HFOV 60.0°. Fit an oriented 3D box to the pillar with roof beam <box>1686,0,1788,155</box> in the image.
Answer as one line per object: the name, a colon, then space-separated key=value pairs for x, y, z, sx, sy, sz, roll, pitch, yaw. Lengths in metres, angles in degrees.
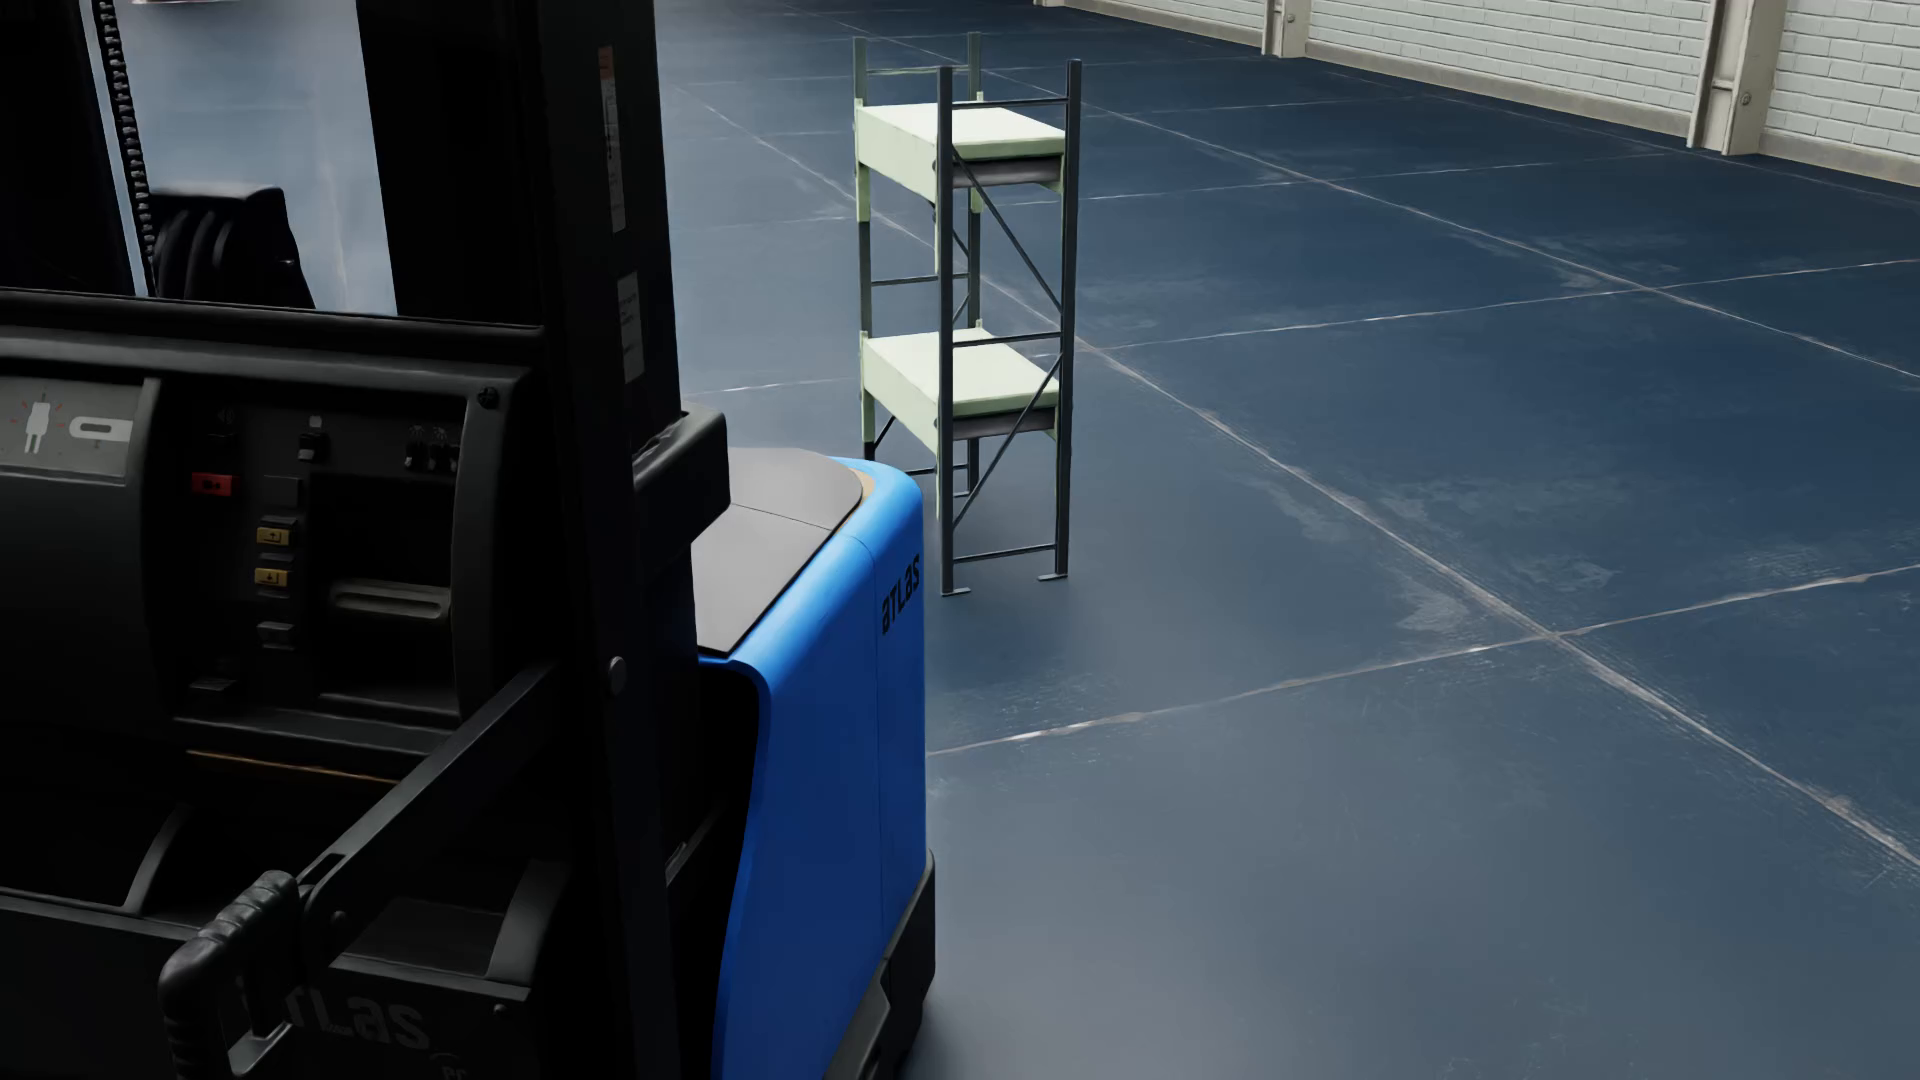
pillar with roof beam: x=1.410 y=-6.339 z=8.703 sx=9.100 sy=9.000 sz=0.400 roll=-8 pitch=24 yaw=-19

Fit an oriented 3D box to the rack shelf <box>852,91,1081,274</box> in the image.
rack shelf: x=0.002 y=-1.048 z=4.801 sx=0.431 sy=0.370 sz=0.720 roll=-8 pitch=24 yaw=-19

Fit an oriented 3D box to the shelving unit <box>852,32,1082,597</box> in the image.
shelving unit: x=0.002 y=-0.689 z=4.953 sx=0.431 sy=1.500 sz=0.755 roll=-8 pitch=24 yaw=-19

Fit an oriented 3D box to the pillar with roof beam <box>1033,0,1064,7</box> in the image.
pillar with roof beam: x=-2.830 y=-10.699 z=19.048 sx=9.100 sy=9.000 sz=0.400 roll=-8 pitch=24 yaw=-19

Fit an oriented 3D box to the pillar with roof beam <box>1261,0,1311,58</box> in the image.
pillar with roof beam: x=-0.710 y=-8.519 z=13.875 sx=9.100 sy=9.000 sz=0.400 roll=-8 pitch=24 yaw=-19

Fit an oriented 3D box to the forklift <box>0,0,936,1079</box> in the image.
forklift: x=-0.912 y=0.014 z=1.443 sx=1.130 sy=2.935 sz=3.031 roll=6 pitch=24 yaw=13

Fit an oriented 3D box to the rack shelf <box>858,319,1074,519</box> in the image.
rack shelf: x=0.002 y=-0.388 z=5.080 sx=0.431 sy=0.370 sz=0.720 roll=-8 pitch=24 yaw=-19

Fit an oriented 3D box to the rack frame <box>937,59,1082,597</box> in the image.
rack frame: x=0.132 y=-0.556 z=4.637 sx=0.400 sy=1.500 sz=0.023 roll=-8 pitch=24 yaw=-19

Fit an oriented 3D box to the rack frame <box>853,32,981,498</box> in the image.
rack frame: x=-0.127 y=-0.822 z=5.268 sx=0.400 sy=1.500 sz=0.023 roll=-8 pitch=24 yaw=-19
